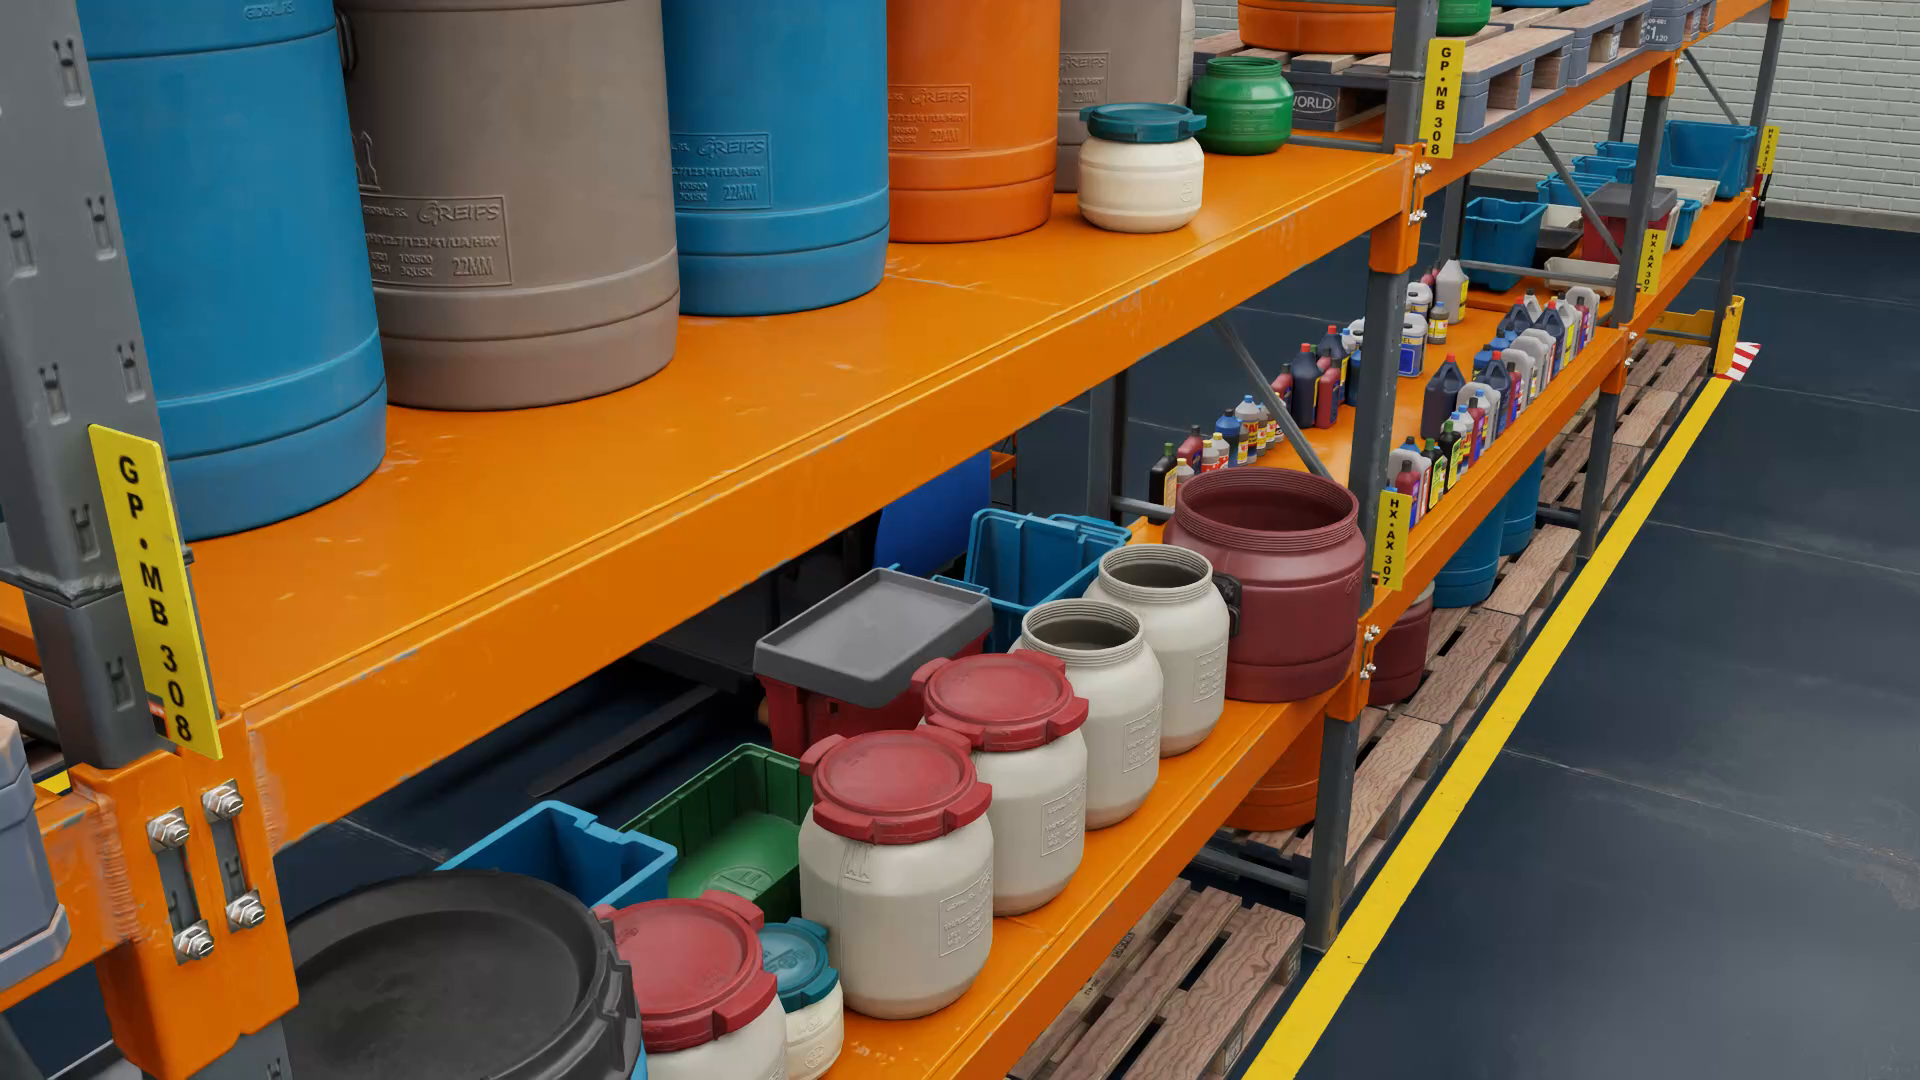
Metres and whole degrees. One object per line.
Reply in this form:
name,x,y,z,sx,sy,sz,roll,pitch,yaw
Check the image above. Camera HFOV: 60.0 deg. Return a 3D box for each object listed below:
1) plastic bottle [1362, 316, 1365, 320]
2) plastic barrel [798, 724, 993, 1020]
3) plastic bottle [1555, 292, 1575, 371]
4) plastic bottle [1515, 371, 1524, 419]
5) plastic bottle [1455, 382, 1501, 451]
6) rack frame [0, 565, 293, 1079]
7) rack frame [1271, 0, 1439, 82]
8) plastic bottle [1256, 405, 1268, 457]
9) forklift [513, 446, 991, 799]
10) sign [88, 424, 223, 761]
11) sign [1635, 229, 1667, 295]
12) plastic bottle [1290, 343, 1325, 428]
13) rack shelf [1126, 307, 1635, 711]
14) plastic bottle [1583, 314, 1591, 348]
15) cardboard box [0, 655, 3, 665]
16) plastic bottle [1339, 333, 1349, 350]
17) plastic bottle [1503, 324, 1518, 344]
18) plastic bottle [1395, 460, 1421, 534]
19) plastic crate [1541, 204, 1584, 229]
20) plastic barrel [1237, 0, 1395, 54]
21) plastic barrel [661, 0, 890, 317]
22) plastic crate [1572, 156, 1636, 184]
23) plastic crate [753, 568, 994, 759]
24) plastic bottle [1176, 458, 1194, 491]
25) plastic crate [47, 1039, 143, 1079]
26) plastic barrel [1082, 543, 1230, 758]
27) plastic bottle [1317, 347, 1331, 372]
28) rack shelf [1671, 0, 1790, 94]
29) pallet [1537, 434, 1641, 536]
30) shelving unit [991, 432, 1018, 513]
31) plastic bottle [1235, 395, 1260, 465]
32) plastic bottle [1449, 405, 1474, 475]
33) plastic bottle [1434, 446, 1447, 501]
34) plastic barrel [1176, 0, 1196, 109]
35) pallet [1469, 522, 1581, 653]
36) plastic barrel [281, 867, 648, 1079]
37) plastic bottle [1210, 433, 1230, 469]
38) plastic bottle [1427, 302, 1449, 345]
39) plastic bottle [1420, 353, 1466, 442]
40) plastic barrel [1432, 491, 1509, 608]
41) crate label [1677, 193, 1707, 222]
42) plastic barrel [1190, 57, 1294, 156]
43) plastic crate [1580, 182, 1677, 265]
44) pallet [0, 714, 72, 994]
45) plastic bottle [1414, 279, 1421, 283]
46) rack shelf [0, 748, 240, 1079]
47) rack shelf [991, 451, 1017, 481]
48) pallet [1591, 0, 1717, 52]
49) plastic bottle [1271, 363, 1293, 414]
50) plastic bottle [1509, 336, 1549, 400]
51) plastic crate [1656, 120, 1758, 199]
plastic bottle,1.947,-0.939,7.800,0.152,0.276,0.135,14,27,29
plastic barrel,-0.138,0.728,3.621,0.433,0.535,0.433,0,23,0
plastic bottle,2.797,-0.984,7.808,0.144,0.351,0.185,14,27,29
plastic bottle,2.380,-0.631,7.182,0.097,0.201,0.097,0,23,0
plastic bottle,2.128,-0.524,6.842,0.152,0.276,0.135,14,27,29
rack frame,-1.216,1.315,2.436,1.000,3.000,0.127,14,27,29
rack frame,0.894,-2.788,4.363,1.000,3.000,0.127,14,27,29
plastic bottle,1.199,-0.447,6.757,0.097,0.201,0.097,0,23,0
forklift,-1.067,-0.722,7.228,1.130,2.935,3.031,15,28,31
sign,-0.755,0.053,1.564,0.100,0.325,0.005,14,27,29
sign,3.470,-1.396,8.351,0.100,0.325,0.005,14,27,29
plastic bottle,1.467,-0.669,7.082,0.144,0.351,0.185,14,27,29
rack shelf,1.949,-0.380,7.257,1.077,0.370,4.000,14,27,29
plastic bottle,3.032,-1.048,8.146,0.097,0.201,0.097,0,23,0
cardboard box,-4.183,0.481,6.589,0.500,0.311,0.500,15,27,30
plastic bottle,1.689,-0.792,7.467,0.097,0.271,0.097,0,23,0
plastic bottle,2.496,-0.851,7.603,0.097,0.271,0.097,0,23,0
plastic bottle,1.609,-0.161,5.993,0.061,0.283,0.133,14,27,29
plastic crate,3.667,-1.942,10.217,0.293,0.136,0.466,14,27,29
plastic barrel,1.196,-1.992,5.231,0.600,0.830,0.708,14,27,29
plastic barrel,-0.443,-0.950,3.262,0.600,0.901,0.708,14,27,29
plastic crate,4.356,-2.449,11.267,0.416,0.233,0.300,14,27,29
plastic crate,-0.219,0.417,4.431,0.402,0.464,0.583,14,27,29
plastic bottle,0.821,-0.205,6.197,0.097,0.201,0.097,0,23,0
plastic crate,-1.221,1.058,2.949,0.402,0.464,0.583,14,27,29
plastic barrel,0.532,0.306,4.627,0.421,0.512,0.421,0,23,0
plastic bottle,1.567,-0.688,7.210,0.061,0.283,0.133,14,27,29
rack shelf,4.059,-3.106,9.780,1.077,0.370,4.000,14,27,29
pallet,3.358,-0.362,9.820,1.003,0.211,1.213,14,27,29
shelving unit,0.087,-0.606,9.141,0.258,1.200,0.503,14,27,29
plastic bottle,1.148,-0.446,6.667,0.097,0.271,0.097,0,23,0
plastic bottle,1.968,-0.399,6.559,0.097,0.271,0.097,0,23,0
plastic bottle,1.795,-0.257,6.317,0.097,0.201,0.097,0,23,0
plastic barrel,0.469,-1.422,4.843,0.421,0.512,0.421,0,23,0
pallet,2.561,0.146,8.646,1.003,0.211,1.213,14,27,29
plastic barrel,-0.755,1.018,2.491,0.600,0.901,0.708,14,27,29
plastic bottle,0.994,-0.316,6.453,0.097,0.201,0.097,0,23,0
plastic bottle,2.358,-1.074,8.205,0.097,0.201,0.097,0,23,0
plastic bottle,2.015,-0.598,6.918,0.144,0.351,0.185,14,27,29
plastic barrel,2.329,-0.196,8.039,0.600,0.901,0.708,14,27,29
crate label,4.546,-2.134,10.661,0.396,0.136,0.243,14,27,29
plastic barrel,0.807,-1.246,4.773,0.294,0.245,0.294,0,23,0
plastic crate,3.688,-1.691,9.224,0.402,0.464,0.583,14,27,29
pallet,-1.514,0.289,1.268,1.213,0.211,1.003,14,27,29
plastic bottle,2.281,-1.171,8.341,0.097,0.271,0.097,0,23,0
rack shelf,-2.271,0.944,0.424,1.077,0.370,4.000,14,27,29
rack shelf,0.087,-0.363,9.246,0.258,0.148,0.480,14,27,29
pallet,2.673,-2.390,7.457,1.213,0.211,1.003,14,27,29
plastic bottle,1.347,-0.593,6.991,0.061,0.283,0.133,14,27,29
plastic bottle,2.541,-0.788,7.452,0.152,0.276,0.135,14,27,29
plastic crate,5.096,-2.627,11.422,0.616,0.435,0.499,14,27,29
